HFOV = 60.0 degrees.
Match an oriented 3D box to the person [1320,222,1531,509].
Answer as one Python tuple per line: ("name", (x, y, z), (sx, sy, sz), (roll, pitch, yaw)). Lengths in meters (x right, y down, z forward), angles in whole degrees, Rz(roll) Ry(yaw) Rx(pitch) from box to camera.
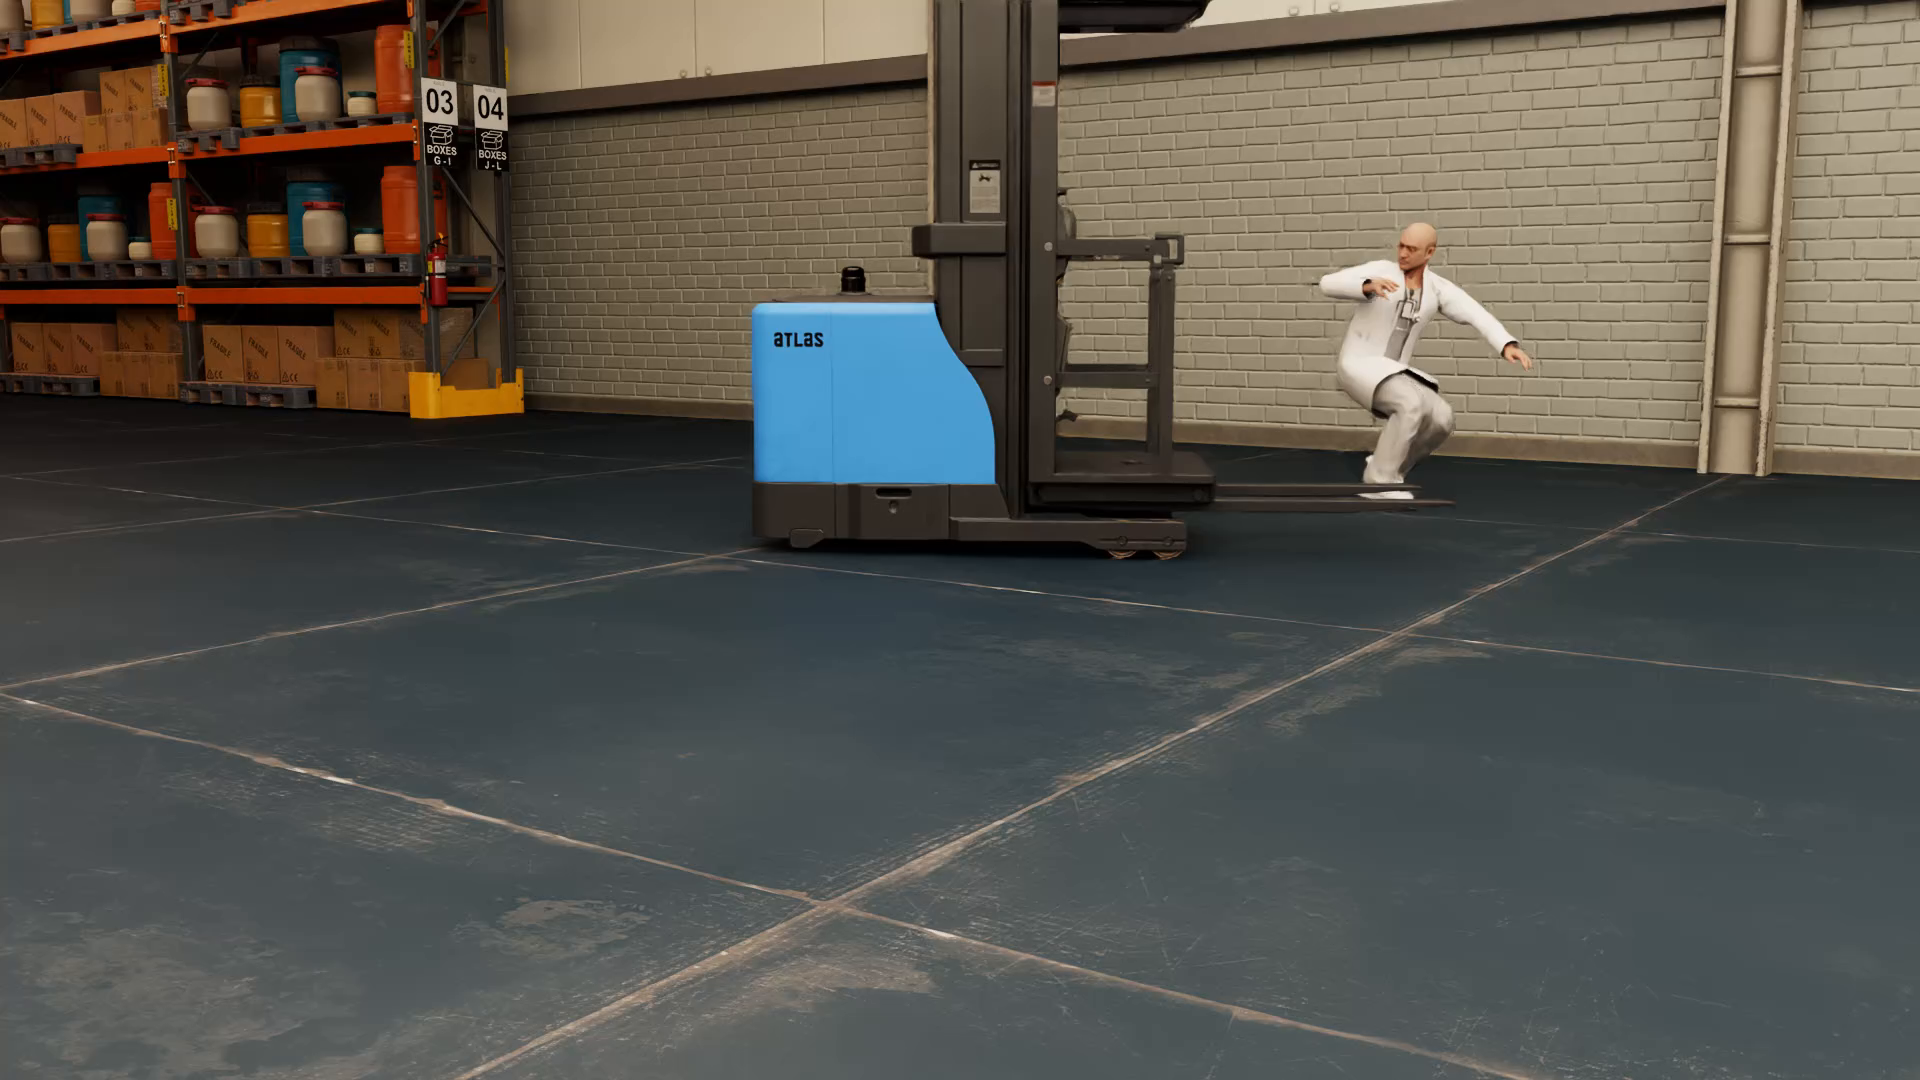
("person", (2.392, -0.902, 8.726), (0.847, 1.514, 0.986), (-4, 9, -29))

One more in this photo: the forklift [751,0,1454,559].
("forklift", (0.631, -1.448, 7.379), (3.031, 2.935, 1.130), (0, 8, 3))
